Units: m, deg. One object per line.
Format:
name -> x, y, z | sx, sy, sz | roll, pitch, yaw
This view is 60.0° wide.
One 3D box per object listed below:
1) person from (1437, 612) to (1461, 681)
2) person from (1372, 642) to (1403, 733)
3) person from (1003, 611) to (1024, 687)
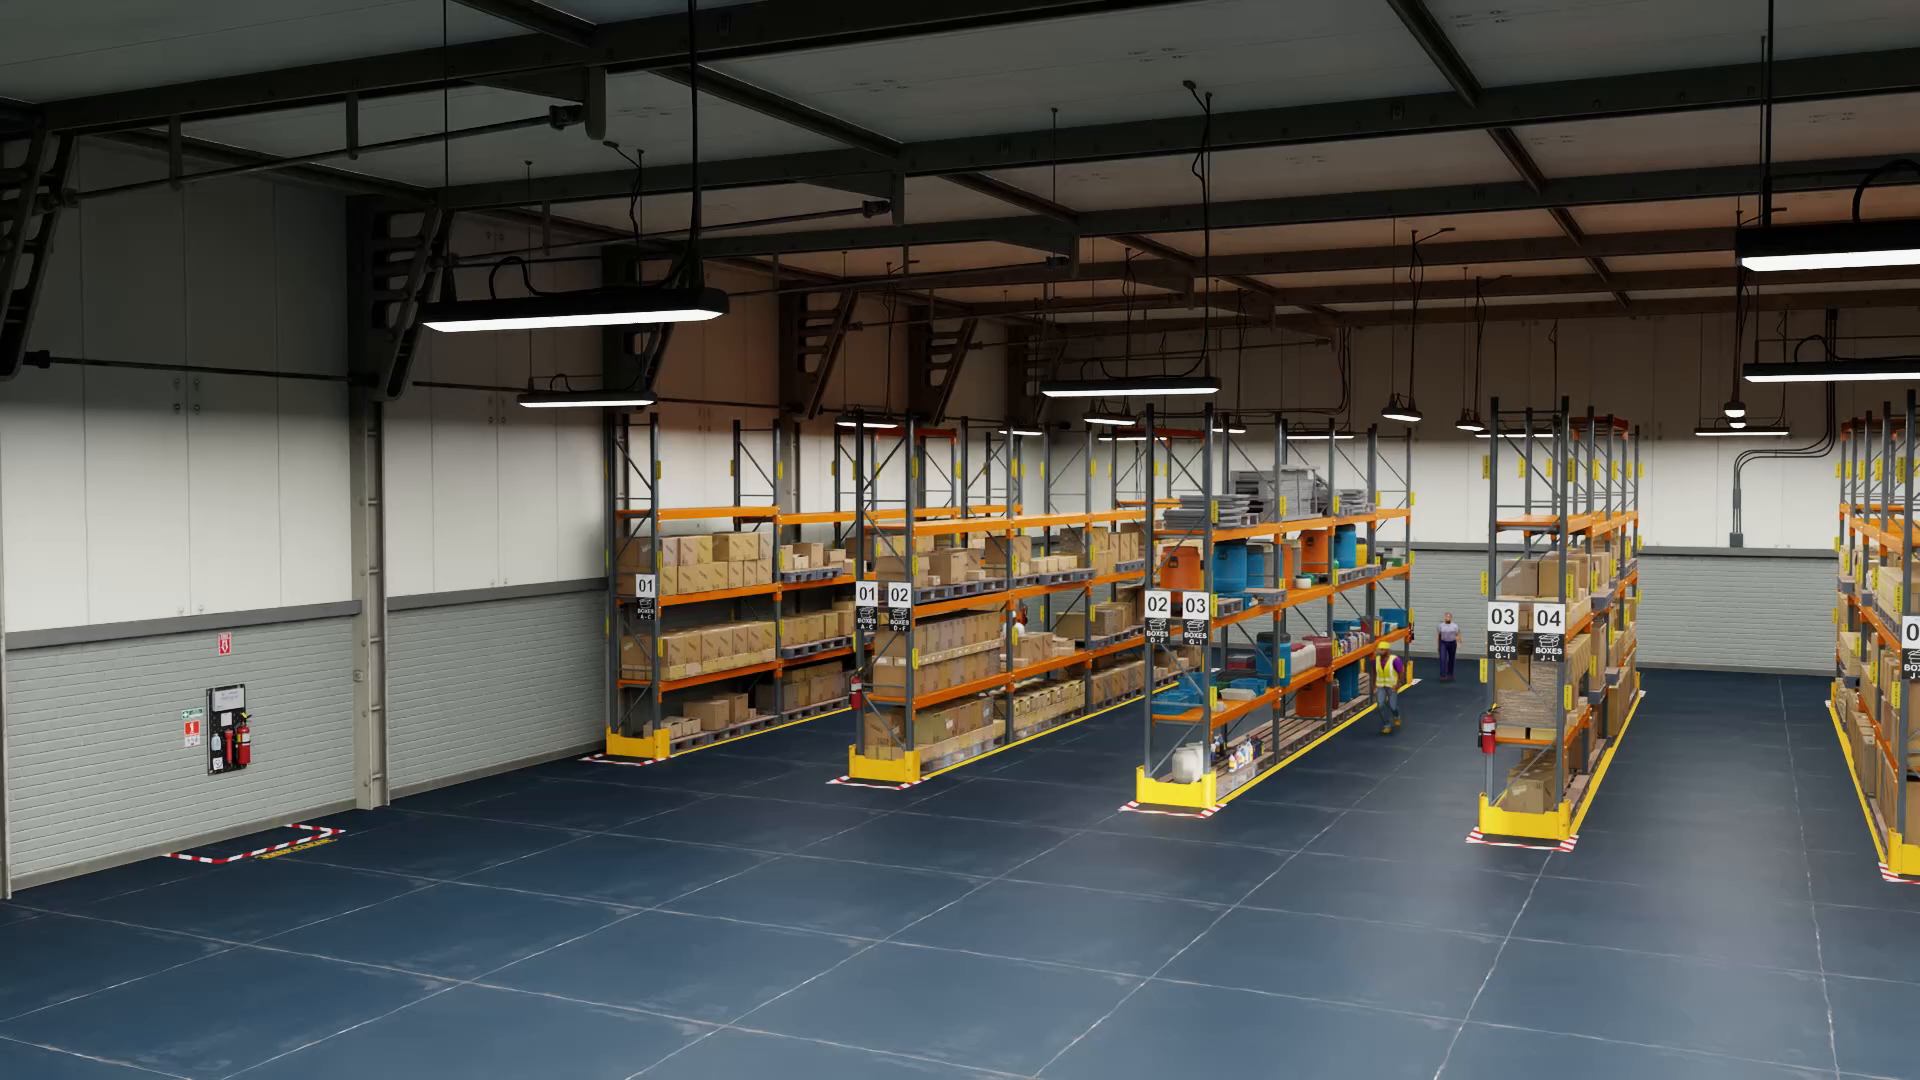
person -> 11.583, 2.530, 39.391 | 0.536, 1.616, 0.789 | 1, 2, 13
person -> 8.198, 2.801, 31.852 | 0.624, 1.732, 0.665 | 1, 3, 32
person -> 1.190, 2.526, 38.156 | 0.621, 1.807, 0.581 | 2, 3, 33
